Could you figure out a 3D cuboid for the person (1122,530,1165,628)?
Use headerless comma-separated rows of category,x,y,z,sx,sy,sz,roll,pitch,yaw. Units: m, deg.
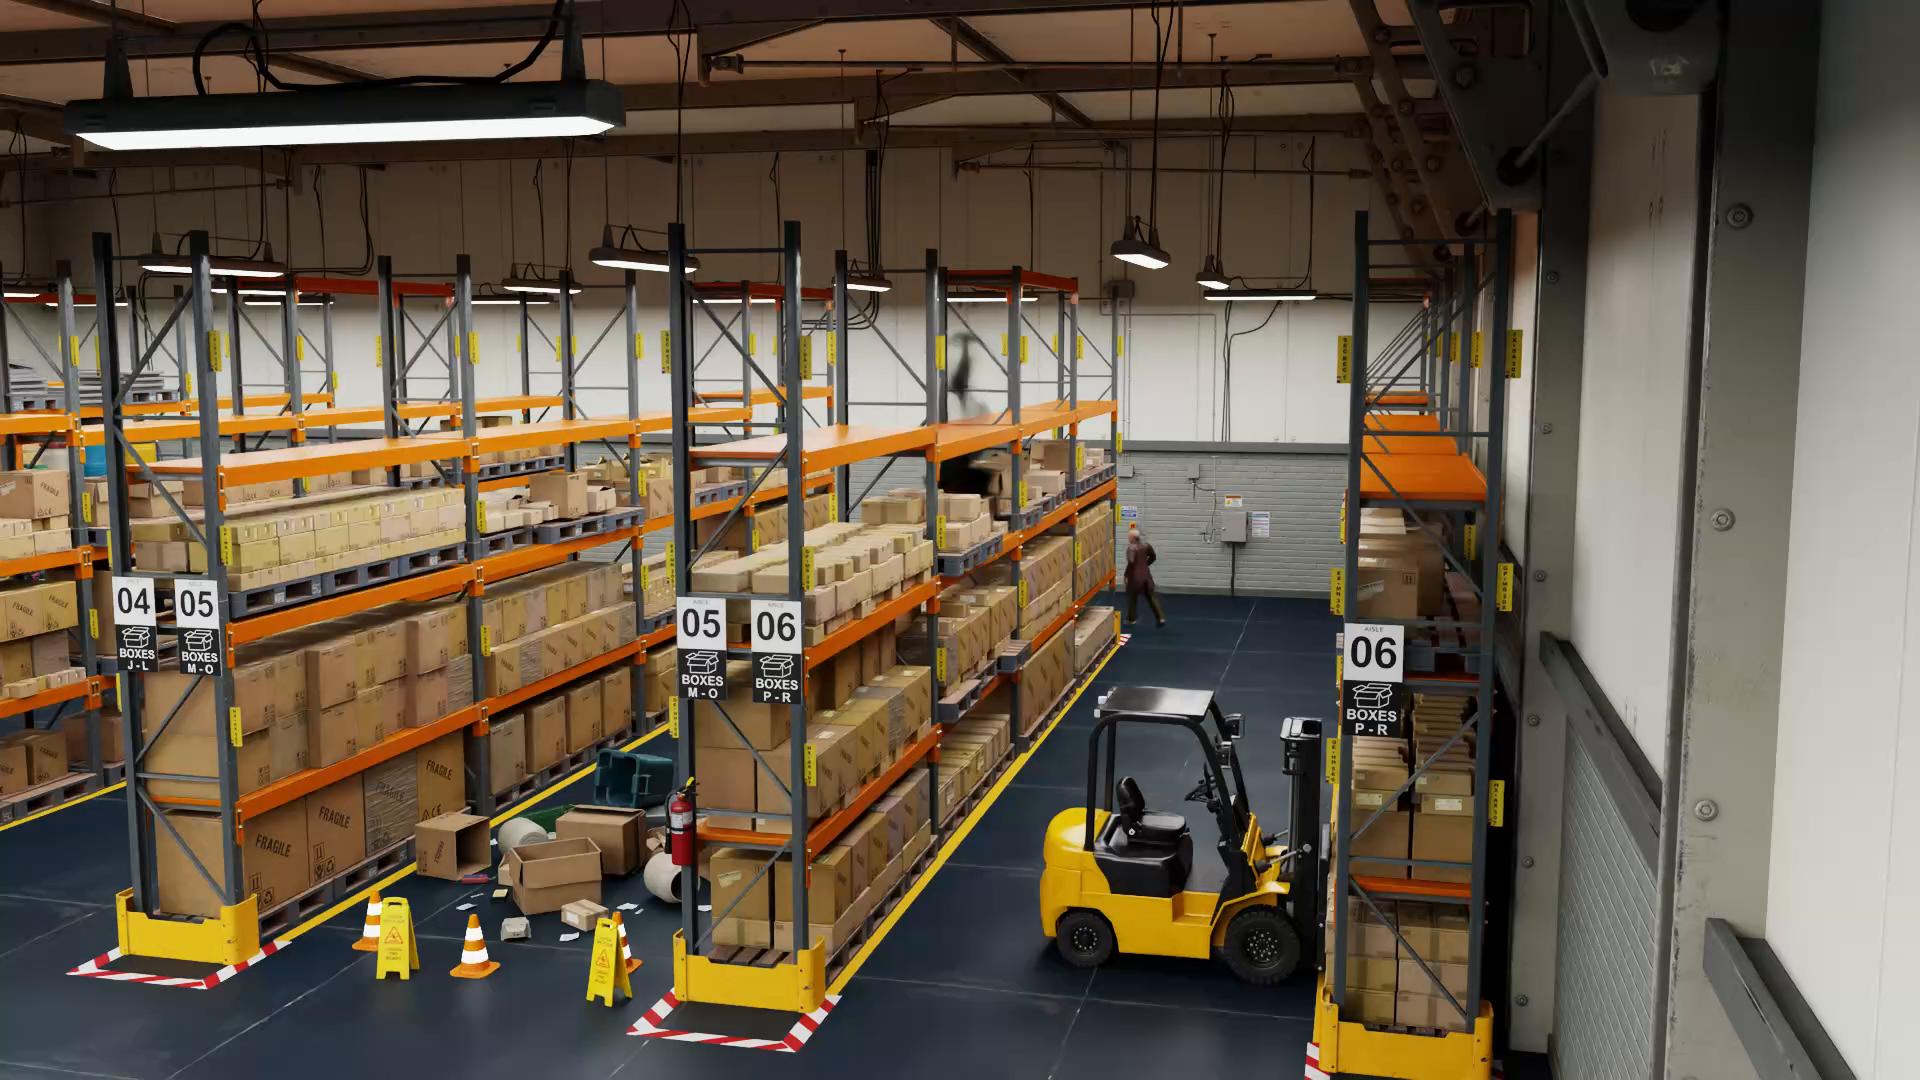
person,3.119,0.683,29.265,0.737,1.720,0.949,-4,8,-32

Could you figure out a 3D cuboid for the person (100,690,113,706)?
person,-11.201,1.693,21.610,0.597,1.746,0.769,1,7,10
